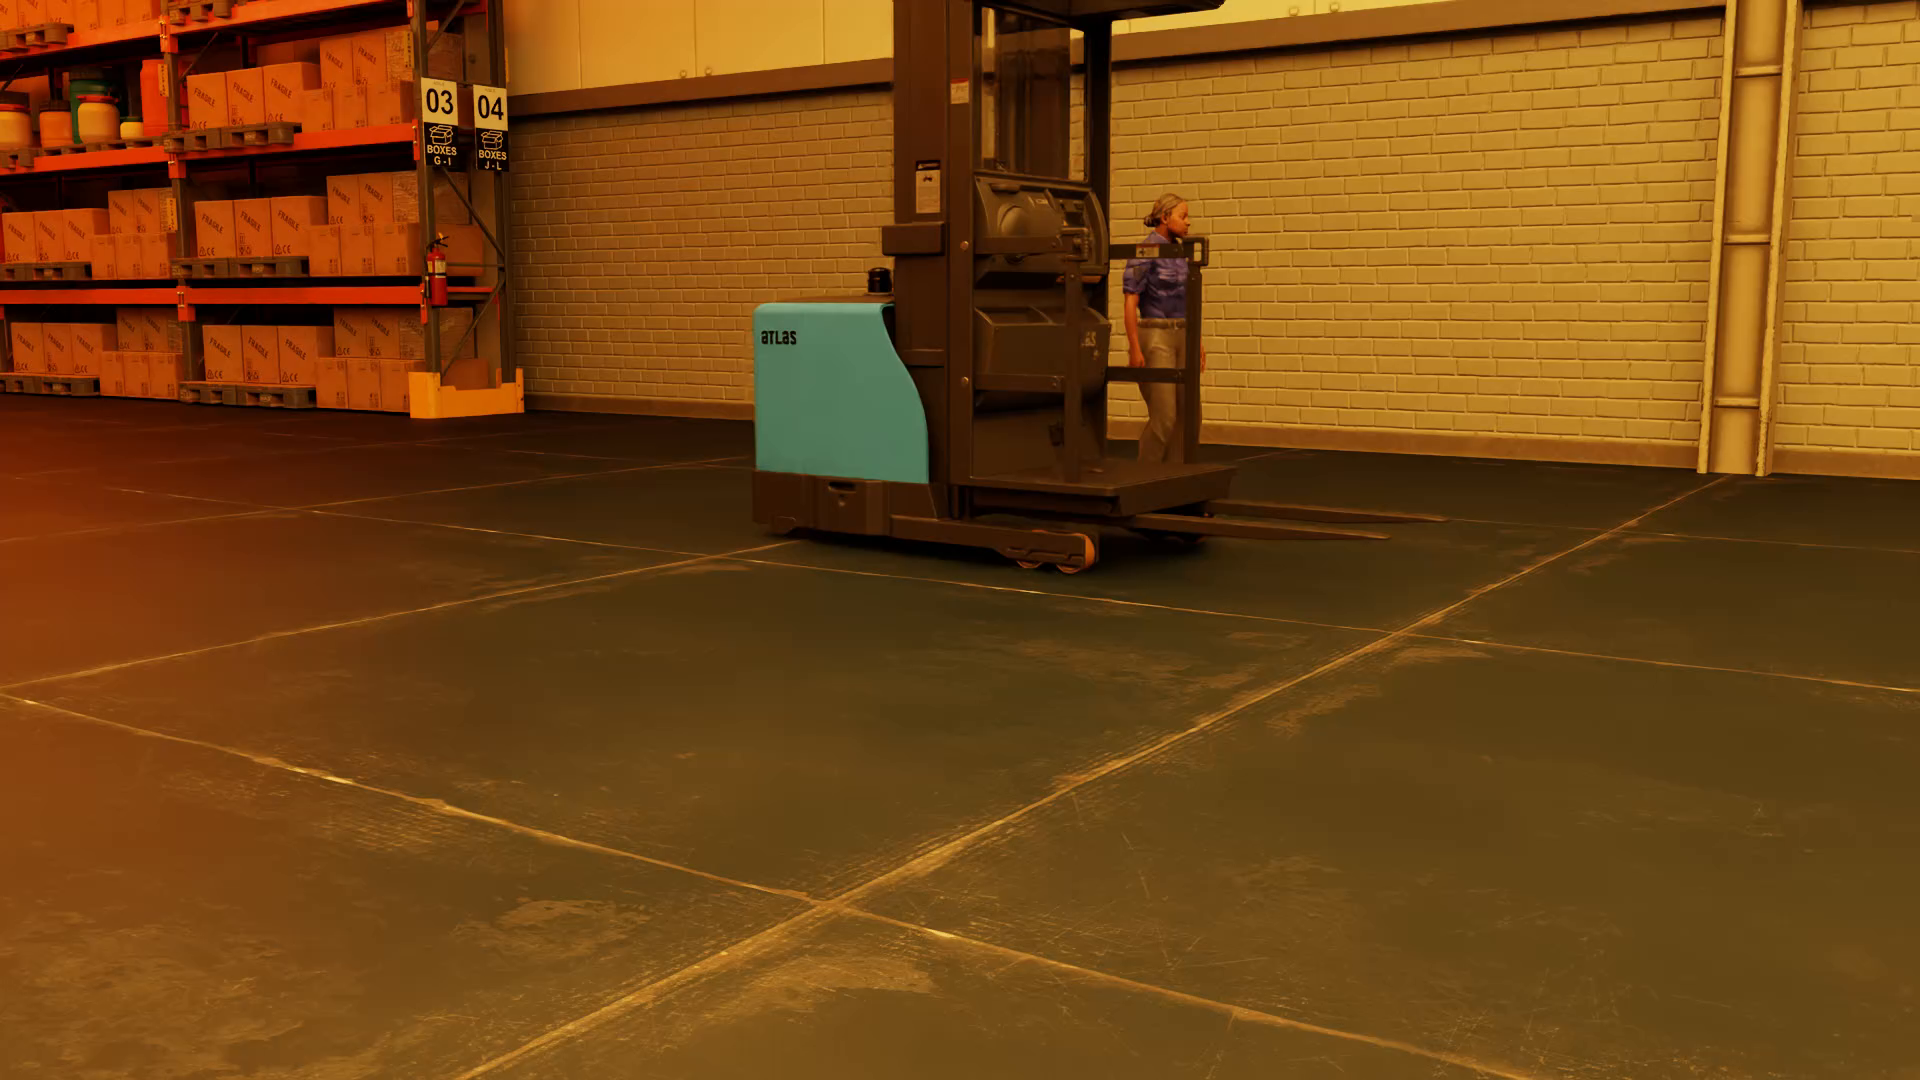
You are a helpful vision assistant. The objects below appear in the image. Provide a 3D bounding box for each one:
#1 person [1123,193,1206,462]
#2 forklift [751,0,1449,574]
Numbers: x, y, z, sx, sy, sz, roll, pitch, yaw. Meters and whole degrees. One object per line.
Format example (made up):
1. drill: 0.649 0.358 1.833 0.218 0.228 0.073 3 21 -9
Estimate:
1. person: 1.119 -1.015 8.890 0.367 1.650 0.616 6 10 37
2. forklift: 0.526 -1.400 7.040 3.031 2.935 1.130 6 10 36
